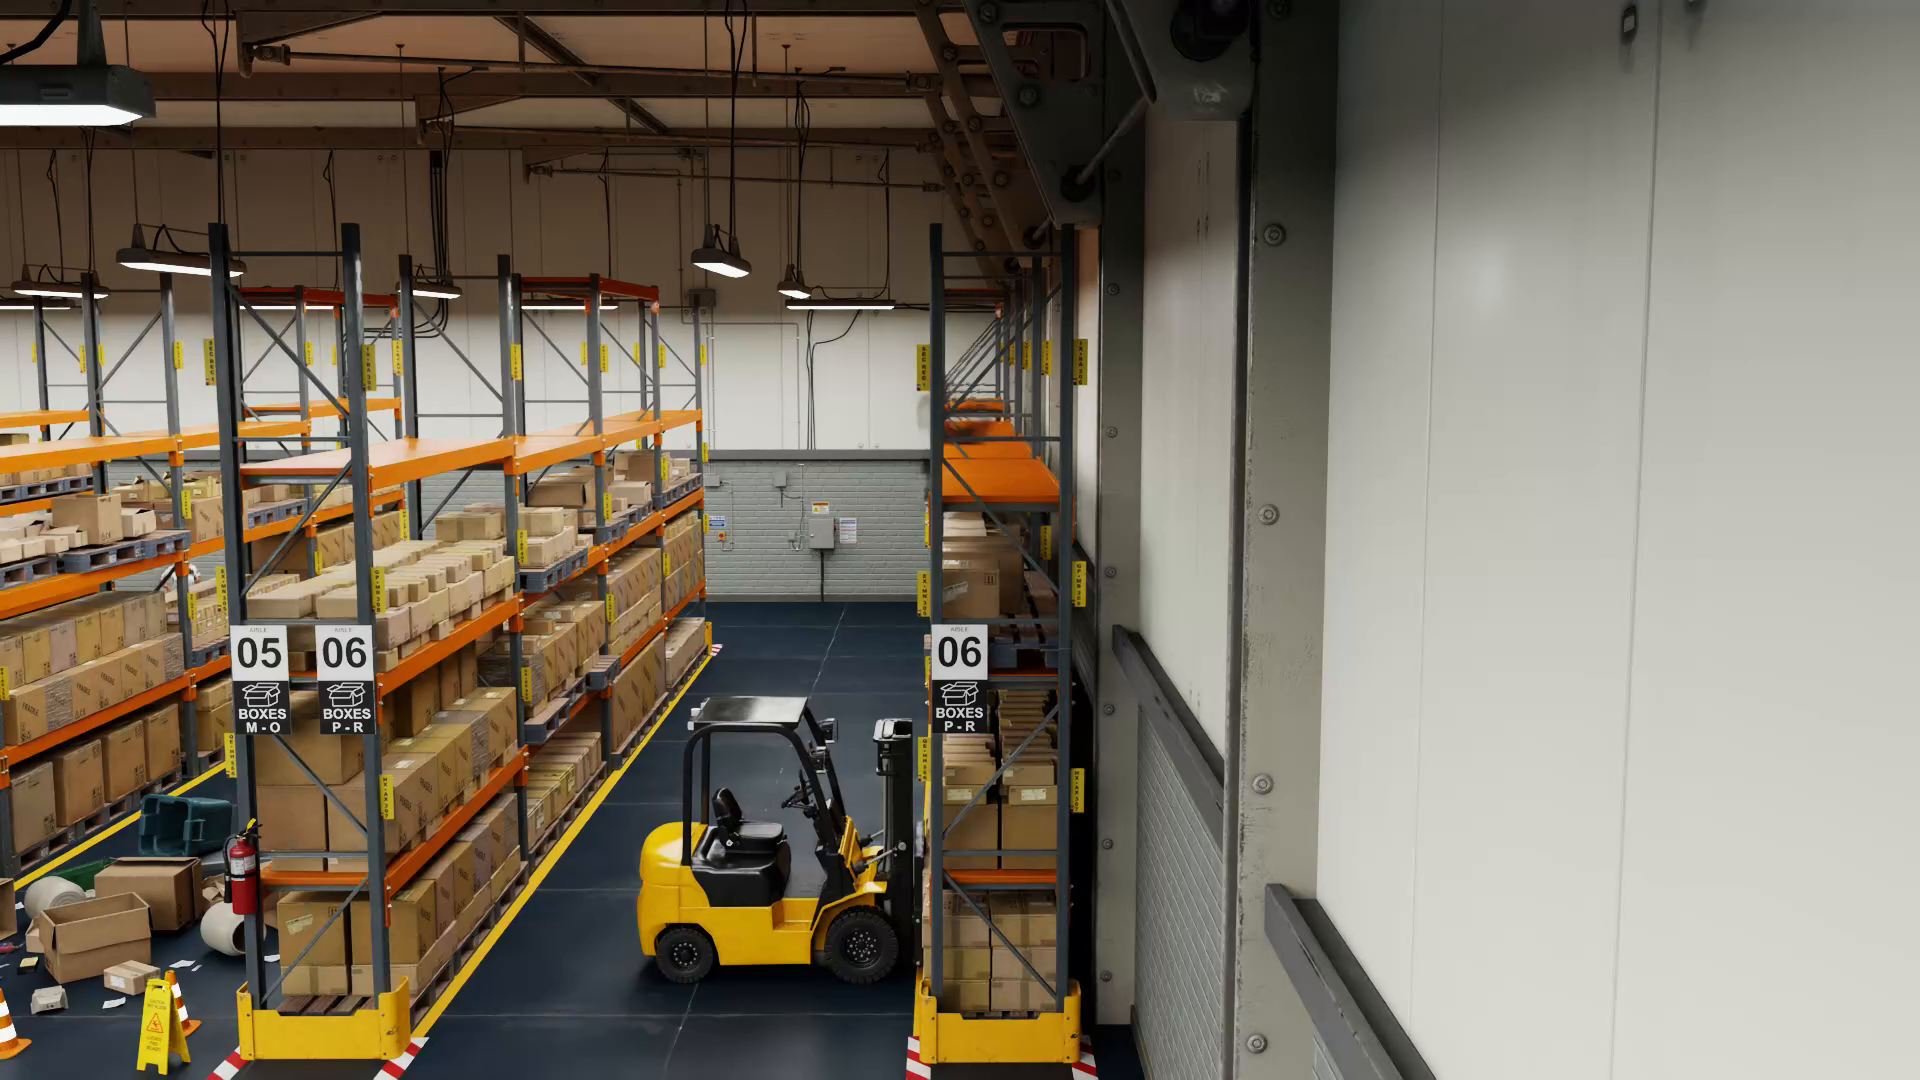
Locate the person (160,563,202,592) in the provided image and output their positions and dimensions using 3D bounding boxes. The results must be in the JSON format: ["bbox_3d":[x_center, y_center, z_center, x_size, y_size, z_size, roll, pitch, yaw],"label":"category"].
[{"bbox_3d":[-13.358,1.028,28.662,0.696,1.696,0.637,5,8,35],"label":"person"}]
